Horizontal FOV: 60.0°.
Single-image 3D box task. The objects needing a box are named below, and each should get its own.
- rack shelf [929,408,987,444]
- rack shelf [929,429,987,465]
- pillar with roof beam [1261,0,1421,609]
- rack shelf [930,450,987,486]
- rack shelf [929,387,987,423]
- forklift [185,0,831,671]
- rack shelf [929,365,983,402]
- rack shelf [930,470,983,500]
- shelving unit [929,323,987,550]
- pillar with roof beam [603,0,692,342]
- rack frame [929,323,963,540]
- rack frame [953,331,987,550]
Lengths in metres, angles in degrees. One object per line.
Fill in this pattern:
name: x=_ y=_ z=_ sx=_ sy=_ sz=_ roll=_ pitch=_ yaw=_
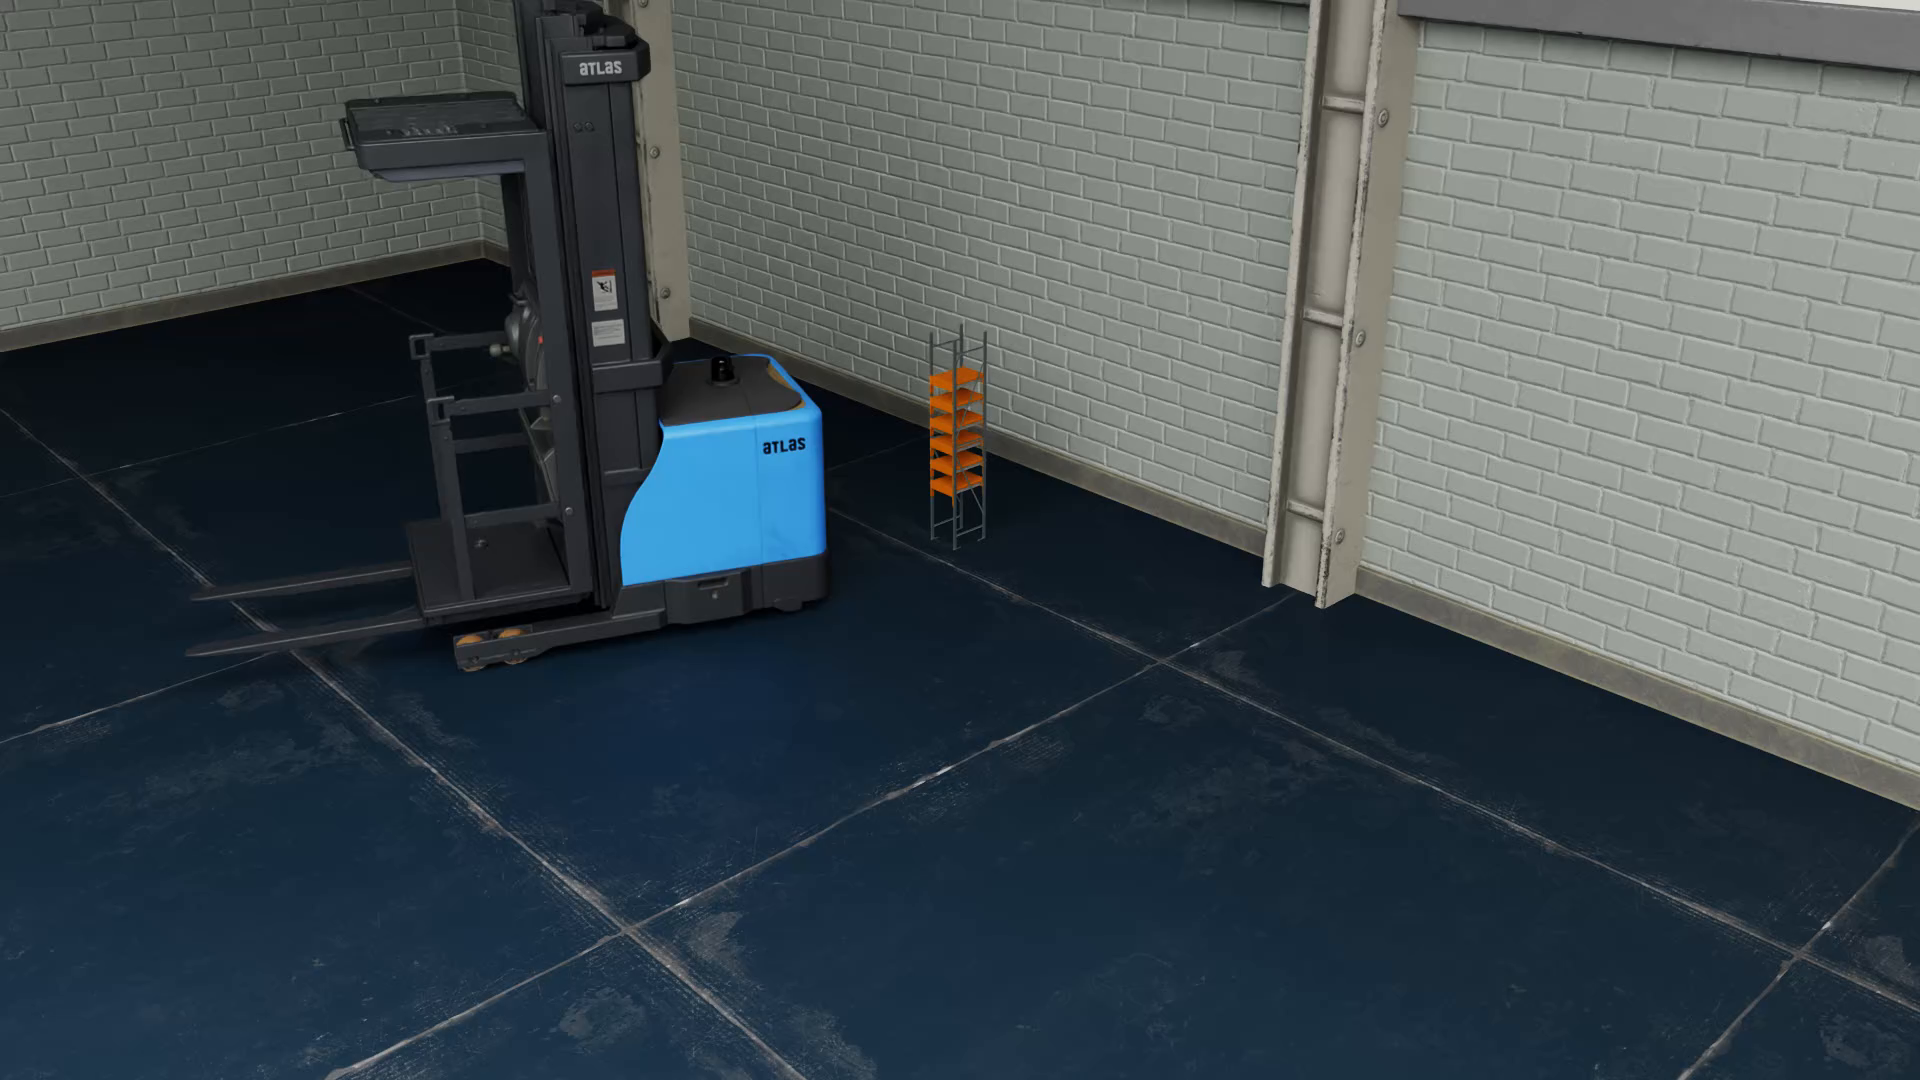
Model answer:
rack shelf: x=-0.010 y=-0.619 z=8.979 sx=0.258 sy=0.103 sz=0.180 roll=-21 pitch=32 yaw=-38
rack shelf: x=-0.010 y=-0.510 z=9.029 sx=0.258 sy=0.103 sz=0.180 roll=-21 pitch=32 yaw=-38
pillar with roof beam: x=-1.314 y=-2.624 z=4.161 sx=9.100 sy=9.000 sz=0.400 roll=-21 pitch=32 yaw=-38
rack shelf: x=-0.010 y=-0.401 z=9.079 sx=0.258 sy=0.103 sz=0.180 roll=-21 pitch=32 yaw=-38
rack shelf: x=-0.010 y=-0.728 z=8.929 sx=0.258 sy=0.103 sz=0.180 roll=-21 pitch=32 yaw=-38
forklift: x=-2.230 y=-0.959 z=7.821 sx=3.031 sy=2.935 sz=1.130 roll=-9 pitch=26 yaw=-19
rack shelf: x=-0.010 y=-0.837 z=8.880 sx=0.258 sy=0.103 sz=0.180 roll=-21 pitch=32 yaw=-38
rack shelf: x=-0.010 y=-0.291 z=9.129 sx=0.258 sy=0.103 sz=0.180 roll=-21 pitch=32 yaw=-38
shelving unit: x=-0.010 y=-0.550 z=9.011 sx=0.258 sy=1.200 sz=0.189 roll=-21 pitch=32 yaw=-38
pillar with roof beam: x=-5.415 y=-4.442 z=8.145 sx=9.100 sy=9.000 sz=0.400 roll=-21 pitch=32 yaw=-38
rack frame: x=-0.072 y=-0.578 z=9.071 sx=0.240 sy=1.200 sz=0.006 roll=-21 pitch=32 yaw=-38
rack frame: x=0.053 y=-0.523 z=8.950 sx=0.240 sy=1.200 sz=0.006 roll=-21 pitch=32 yaw=-38
